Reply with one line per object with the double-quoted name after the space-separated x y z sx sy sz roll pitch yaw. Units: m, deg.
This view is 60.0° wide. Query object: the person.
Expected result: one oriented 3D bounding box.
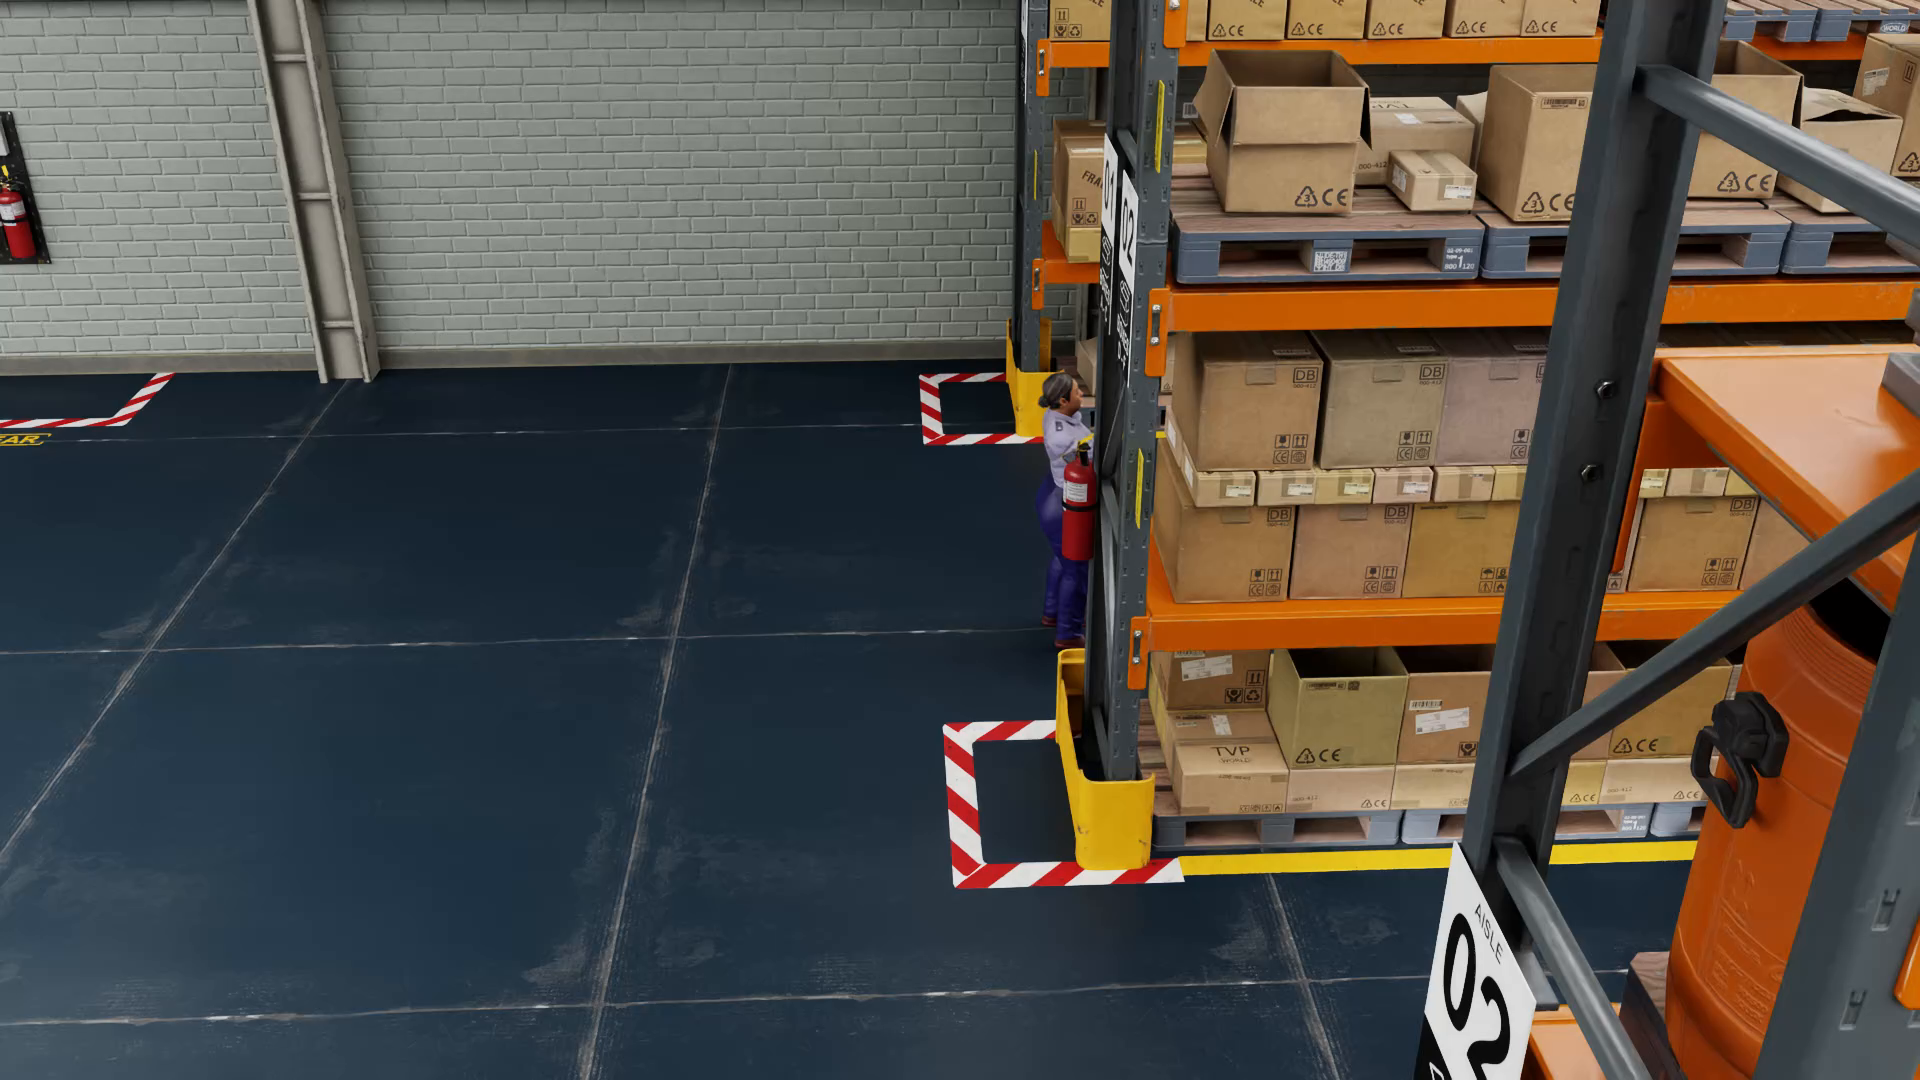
0.684 -0.171 9.319 0.524 1.636 0.453 -1 28 -2 "person"
